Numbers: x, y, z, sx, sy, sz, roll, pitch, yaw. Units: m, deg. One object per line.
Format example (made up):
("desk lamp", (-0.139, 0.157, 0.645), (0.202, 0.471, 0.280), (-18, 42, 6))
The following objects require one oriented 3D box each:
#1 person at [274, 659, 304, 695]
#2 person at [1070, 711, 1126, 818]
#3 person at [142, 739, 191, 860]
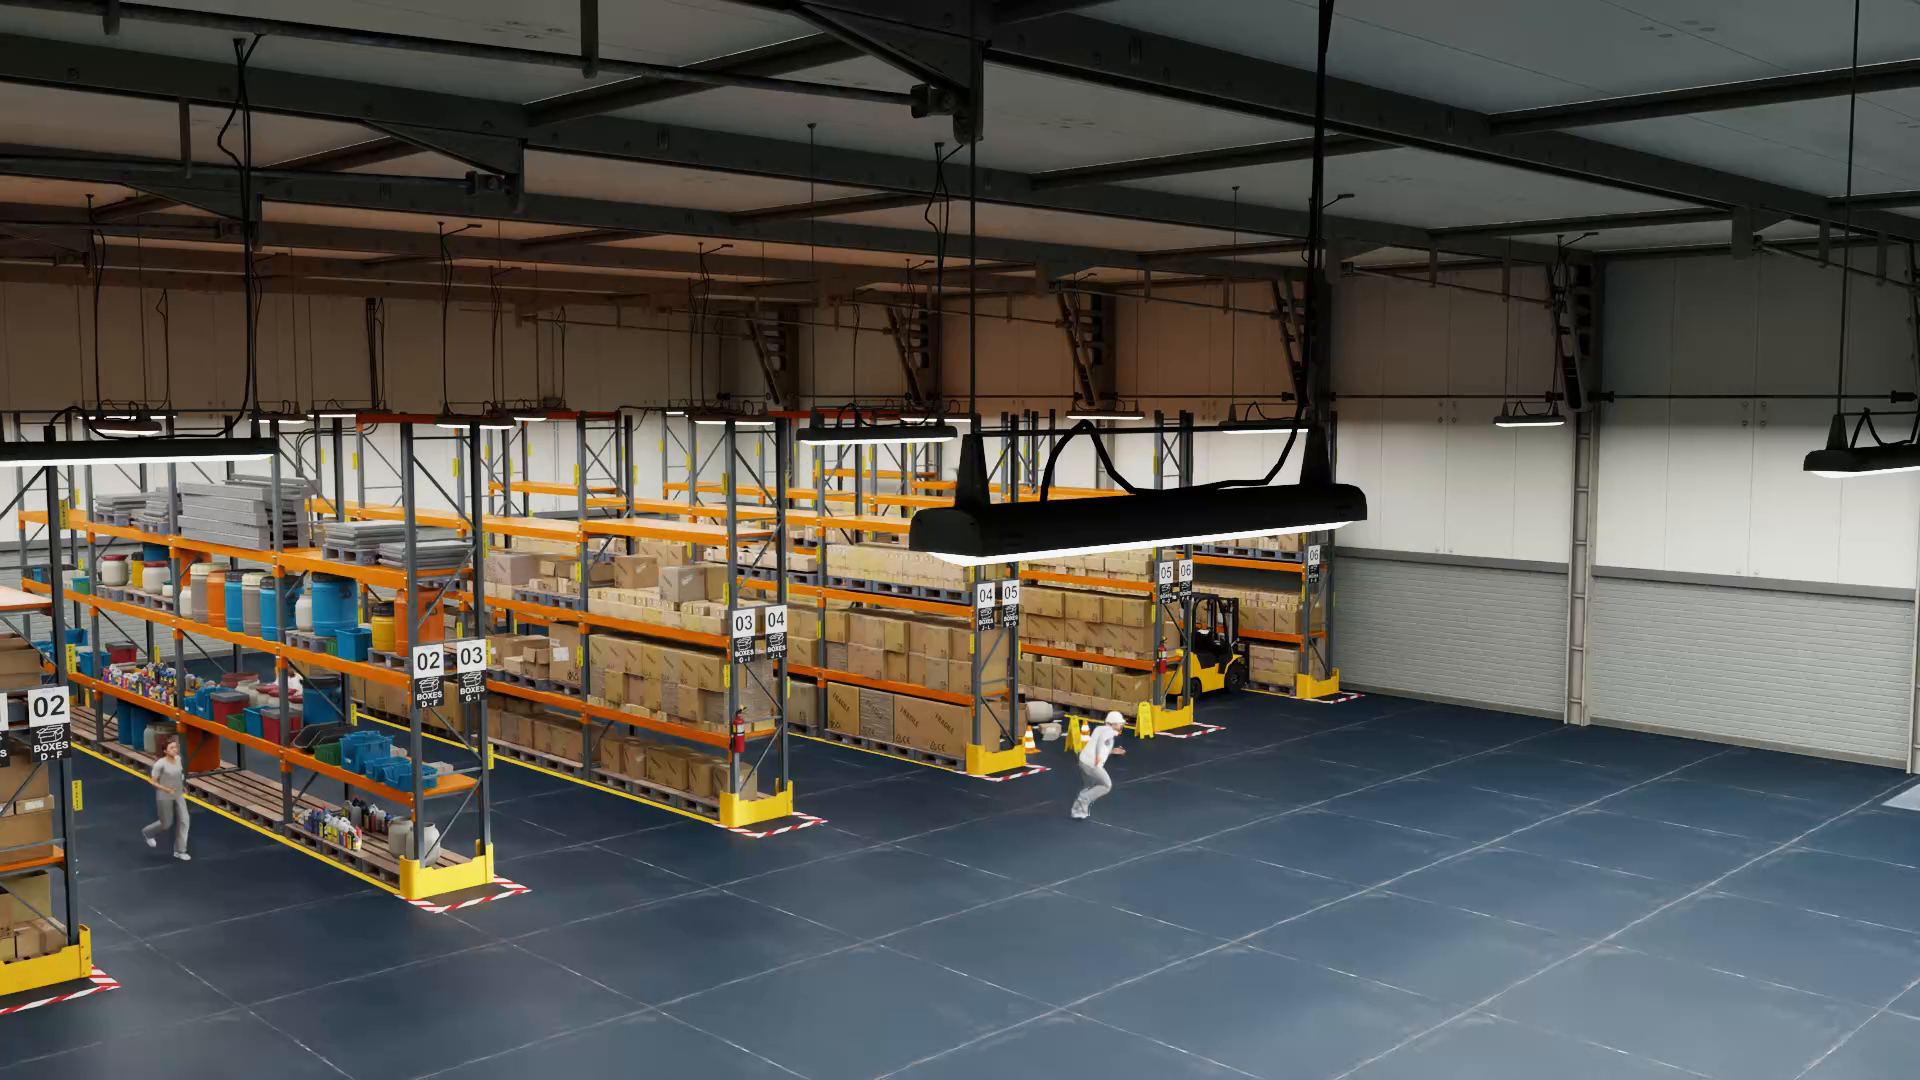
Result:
("person", (-11.717, 2.943, 29.162), (0.603, 1.746, 0.665), (4, 6, 40))
("person", (2.084, 3.374, 24.875), (0.867, 1.600, 0.685), (-1, 5, -13))
("person", (-10.884, 3.534, 22.814), (0.864, 1.654, 0.555), (3, 6, 29))
